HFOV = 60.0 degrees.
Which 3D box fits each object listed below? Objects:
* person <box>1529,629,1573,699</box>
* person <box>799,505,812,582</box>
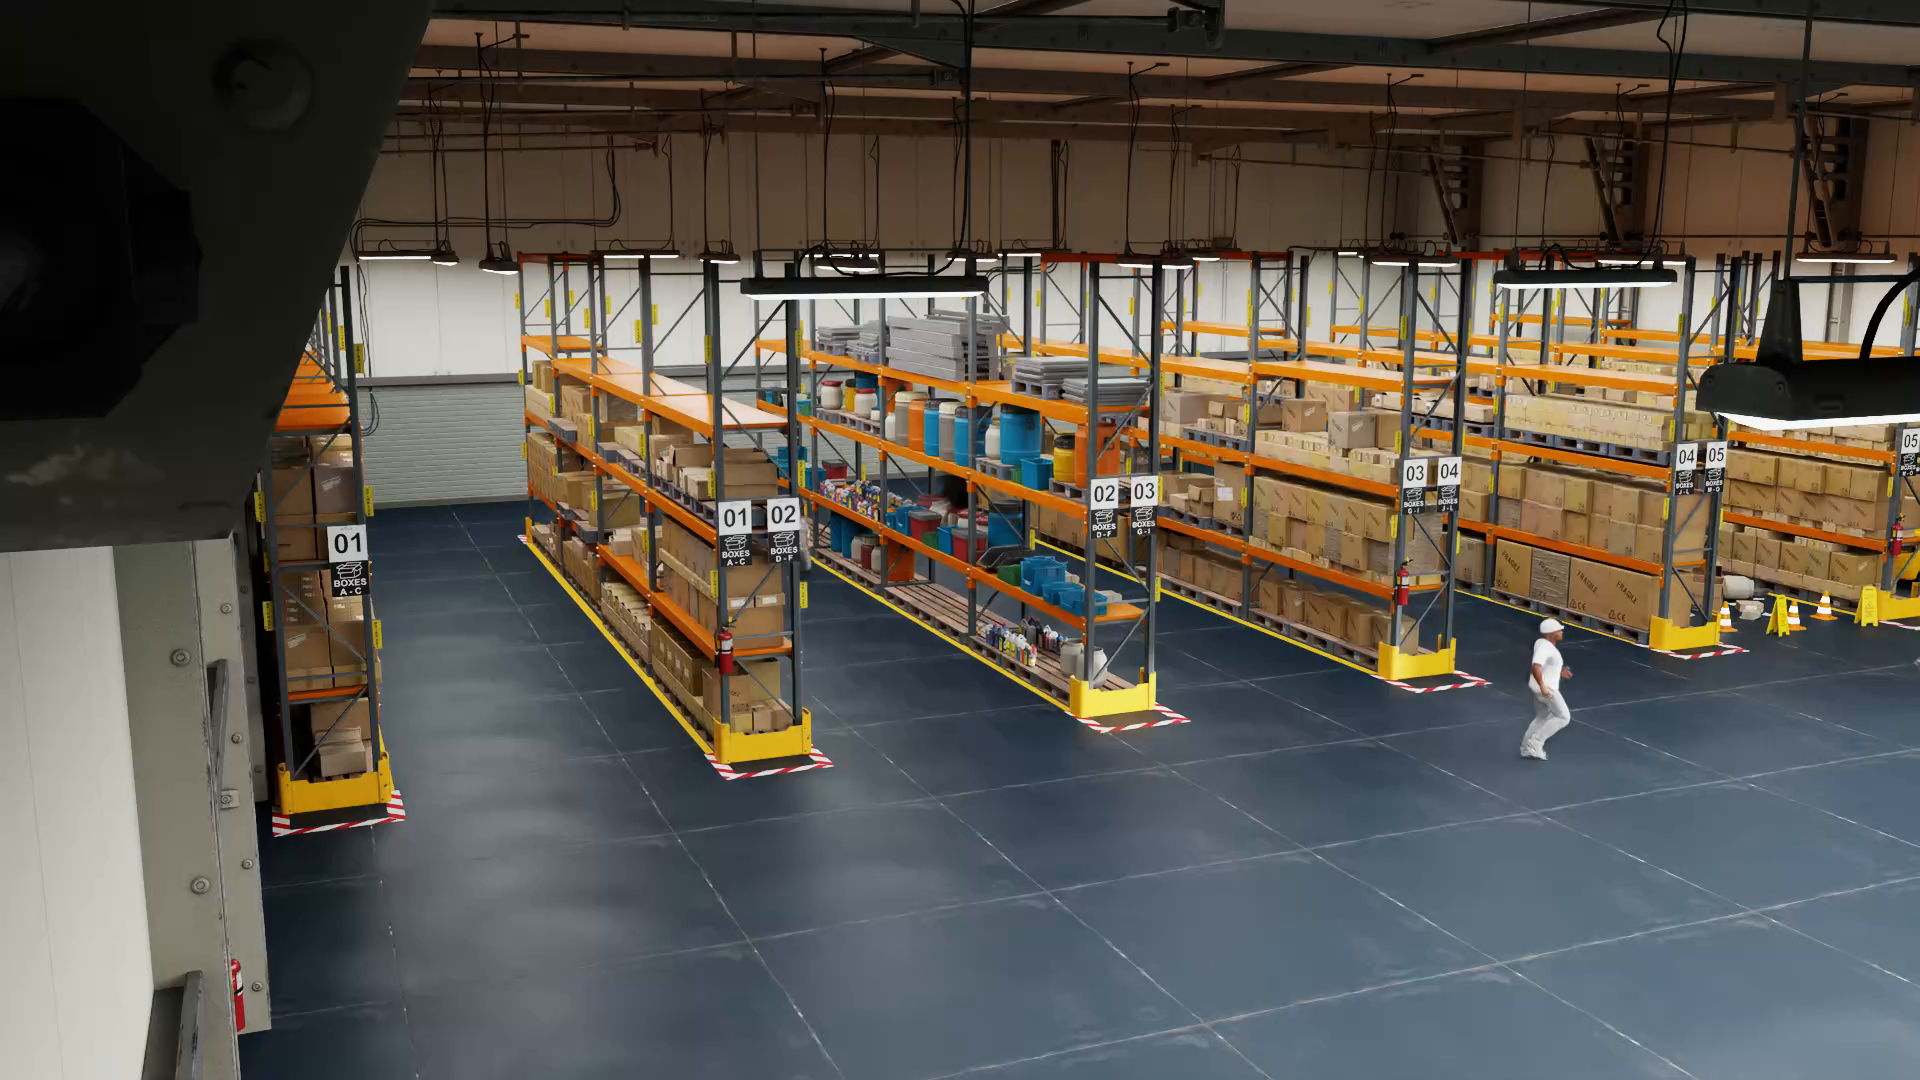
[{"bbox_3d":[7.192,1.438,20.208,0.600,0.894,0.704,1,10,5],"label":"person"},{"bbox_3d":[-2.694,0.151,28.024,0.483,1.503,0.552,-6,12,-30],"label":"person"}]
